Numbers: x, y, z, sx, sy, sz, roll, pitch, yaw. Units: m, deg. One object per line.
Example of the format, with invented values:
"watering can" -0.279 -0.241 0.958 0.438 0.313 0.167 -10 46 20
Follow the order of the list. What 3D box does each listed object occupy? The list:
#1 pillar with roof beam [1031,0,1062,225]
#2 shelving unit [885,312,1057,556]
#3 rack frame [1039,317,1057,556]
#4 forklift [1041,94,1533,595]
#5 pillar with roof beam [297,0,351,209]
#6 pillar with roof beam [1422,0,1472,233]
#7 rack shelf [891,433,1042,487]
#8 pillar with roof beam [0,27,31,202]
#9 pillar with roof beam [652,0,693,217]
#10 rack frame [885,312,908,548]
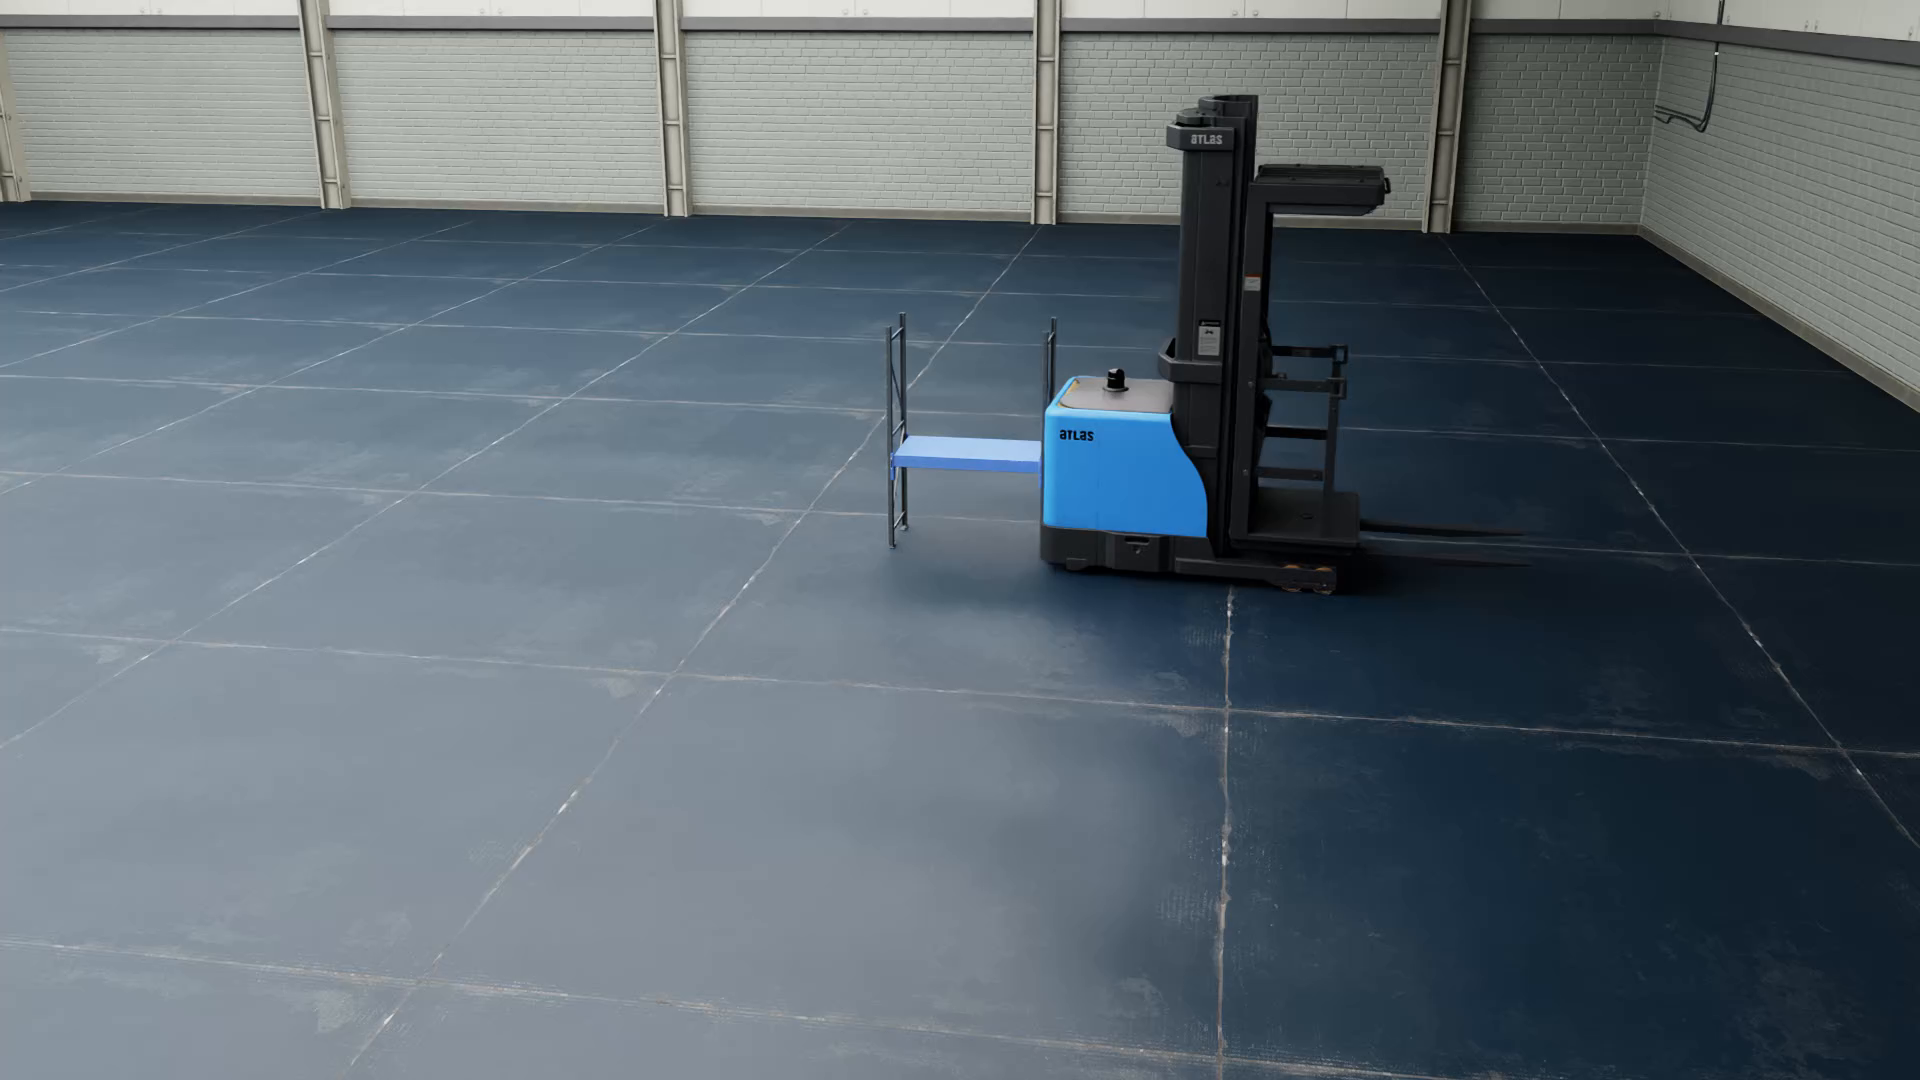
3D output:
"pillar with roof beam" 0.649 -7.924 20.805 0.400 9.000 9.100 3 19 9
"shelving unit" 0.079 -0.707 11.053 1.048 1.500 0.538 3 19 9
"rack frame" 0.580 -0.681 10.974 0.032 1.500 0.500 3 19 9
"forklift" 2.093 -1.238 10.384 3.031 2.935 1.130 4 19 12
"pillar with roof beam" -11.199 -8.528 22.610 0.400 9.000 9.100 3 19 9
"pillar with roof beam" 6.573 -7.623 19.902 0.400 9.000 9.100 3 19 9
"rack shelf" 0.079 -0.537 11.110 1.000 0.185 0.538 3 19 9
"pillar with roof beam" -17.123 -8.830 23.512 0.400 9.000 9.100 3 19 9
"pillar with roof beam" -5.275 -8.226 21.707 0.400 9.000 9.100 3 19 9
"rack frame" -0.422 -0.734 11.133 0.032 1.500 0.500 3 19 9
